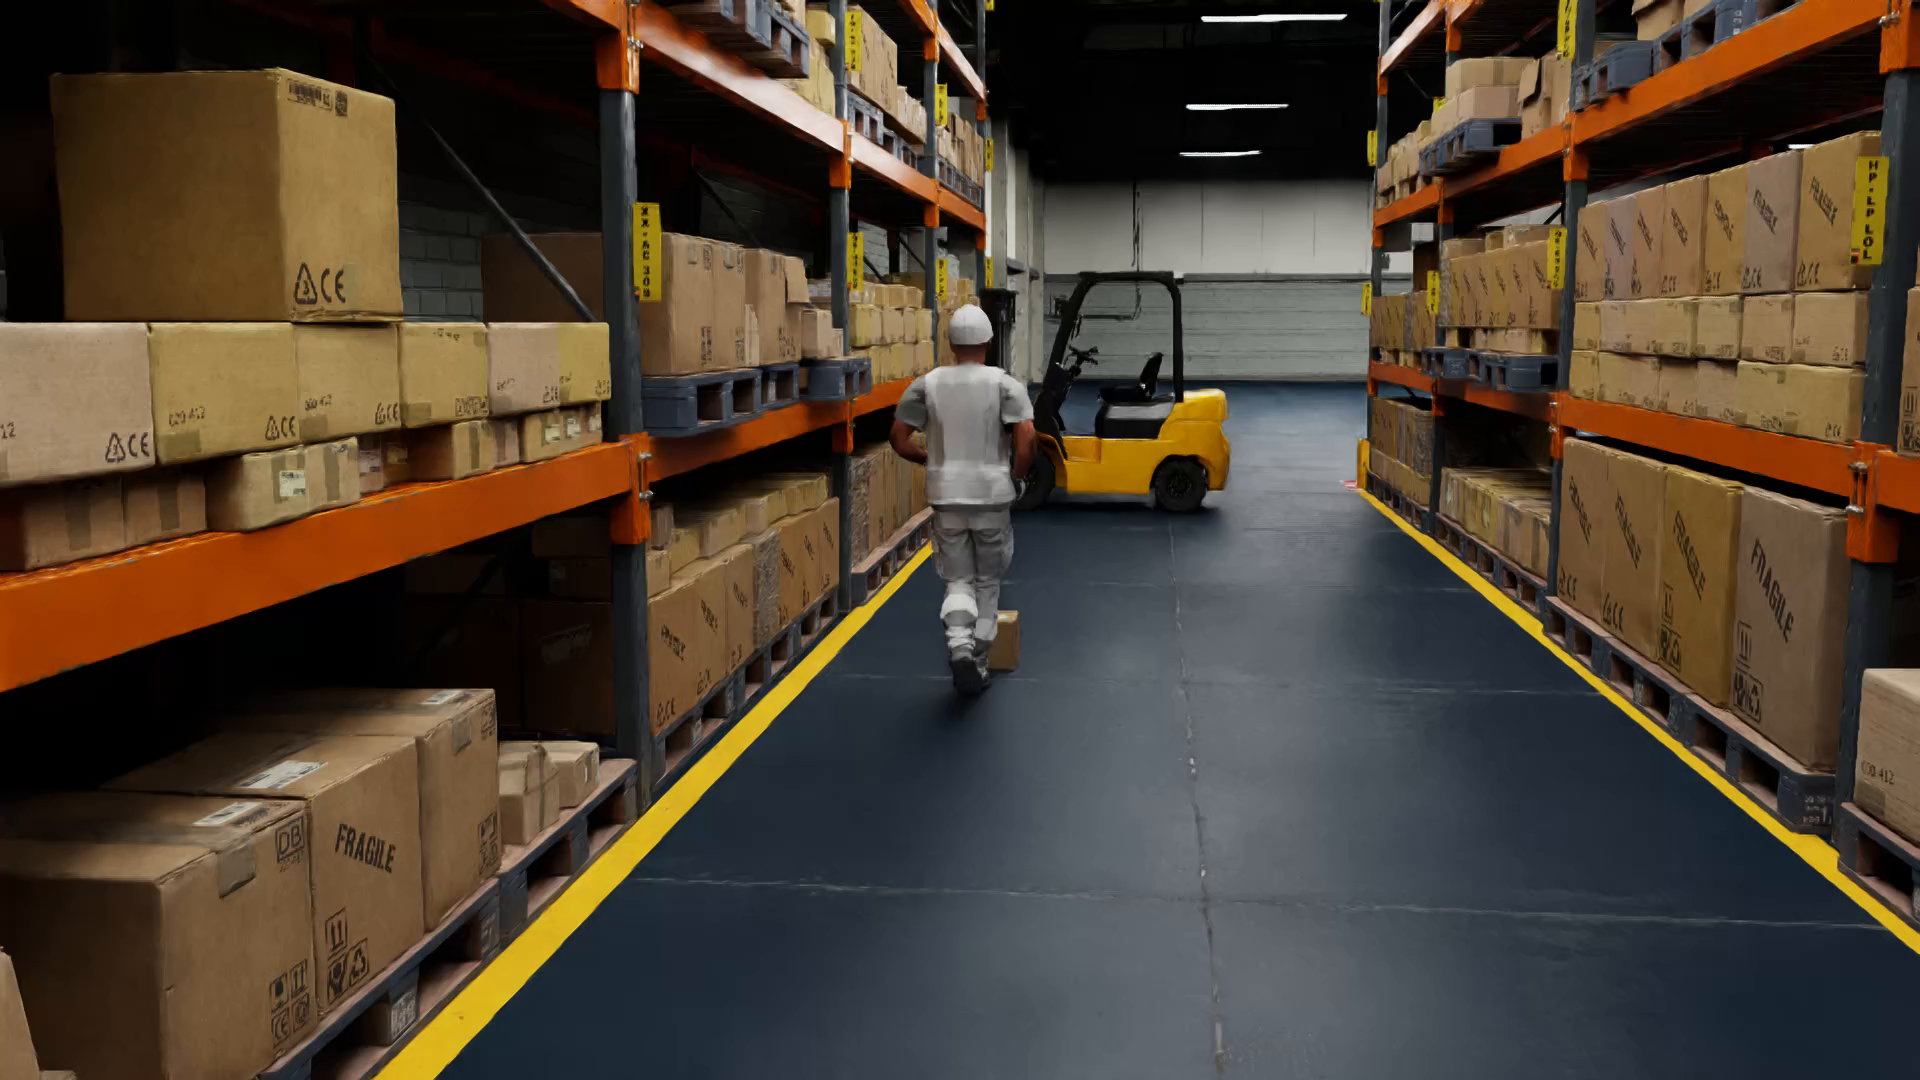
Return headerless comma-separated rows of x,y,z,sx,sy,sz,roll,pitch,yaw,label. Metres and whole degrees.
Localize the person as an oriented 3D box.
0.024,-0.157,7.403,0.669,1.770,0.772,1,8,8,person
